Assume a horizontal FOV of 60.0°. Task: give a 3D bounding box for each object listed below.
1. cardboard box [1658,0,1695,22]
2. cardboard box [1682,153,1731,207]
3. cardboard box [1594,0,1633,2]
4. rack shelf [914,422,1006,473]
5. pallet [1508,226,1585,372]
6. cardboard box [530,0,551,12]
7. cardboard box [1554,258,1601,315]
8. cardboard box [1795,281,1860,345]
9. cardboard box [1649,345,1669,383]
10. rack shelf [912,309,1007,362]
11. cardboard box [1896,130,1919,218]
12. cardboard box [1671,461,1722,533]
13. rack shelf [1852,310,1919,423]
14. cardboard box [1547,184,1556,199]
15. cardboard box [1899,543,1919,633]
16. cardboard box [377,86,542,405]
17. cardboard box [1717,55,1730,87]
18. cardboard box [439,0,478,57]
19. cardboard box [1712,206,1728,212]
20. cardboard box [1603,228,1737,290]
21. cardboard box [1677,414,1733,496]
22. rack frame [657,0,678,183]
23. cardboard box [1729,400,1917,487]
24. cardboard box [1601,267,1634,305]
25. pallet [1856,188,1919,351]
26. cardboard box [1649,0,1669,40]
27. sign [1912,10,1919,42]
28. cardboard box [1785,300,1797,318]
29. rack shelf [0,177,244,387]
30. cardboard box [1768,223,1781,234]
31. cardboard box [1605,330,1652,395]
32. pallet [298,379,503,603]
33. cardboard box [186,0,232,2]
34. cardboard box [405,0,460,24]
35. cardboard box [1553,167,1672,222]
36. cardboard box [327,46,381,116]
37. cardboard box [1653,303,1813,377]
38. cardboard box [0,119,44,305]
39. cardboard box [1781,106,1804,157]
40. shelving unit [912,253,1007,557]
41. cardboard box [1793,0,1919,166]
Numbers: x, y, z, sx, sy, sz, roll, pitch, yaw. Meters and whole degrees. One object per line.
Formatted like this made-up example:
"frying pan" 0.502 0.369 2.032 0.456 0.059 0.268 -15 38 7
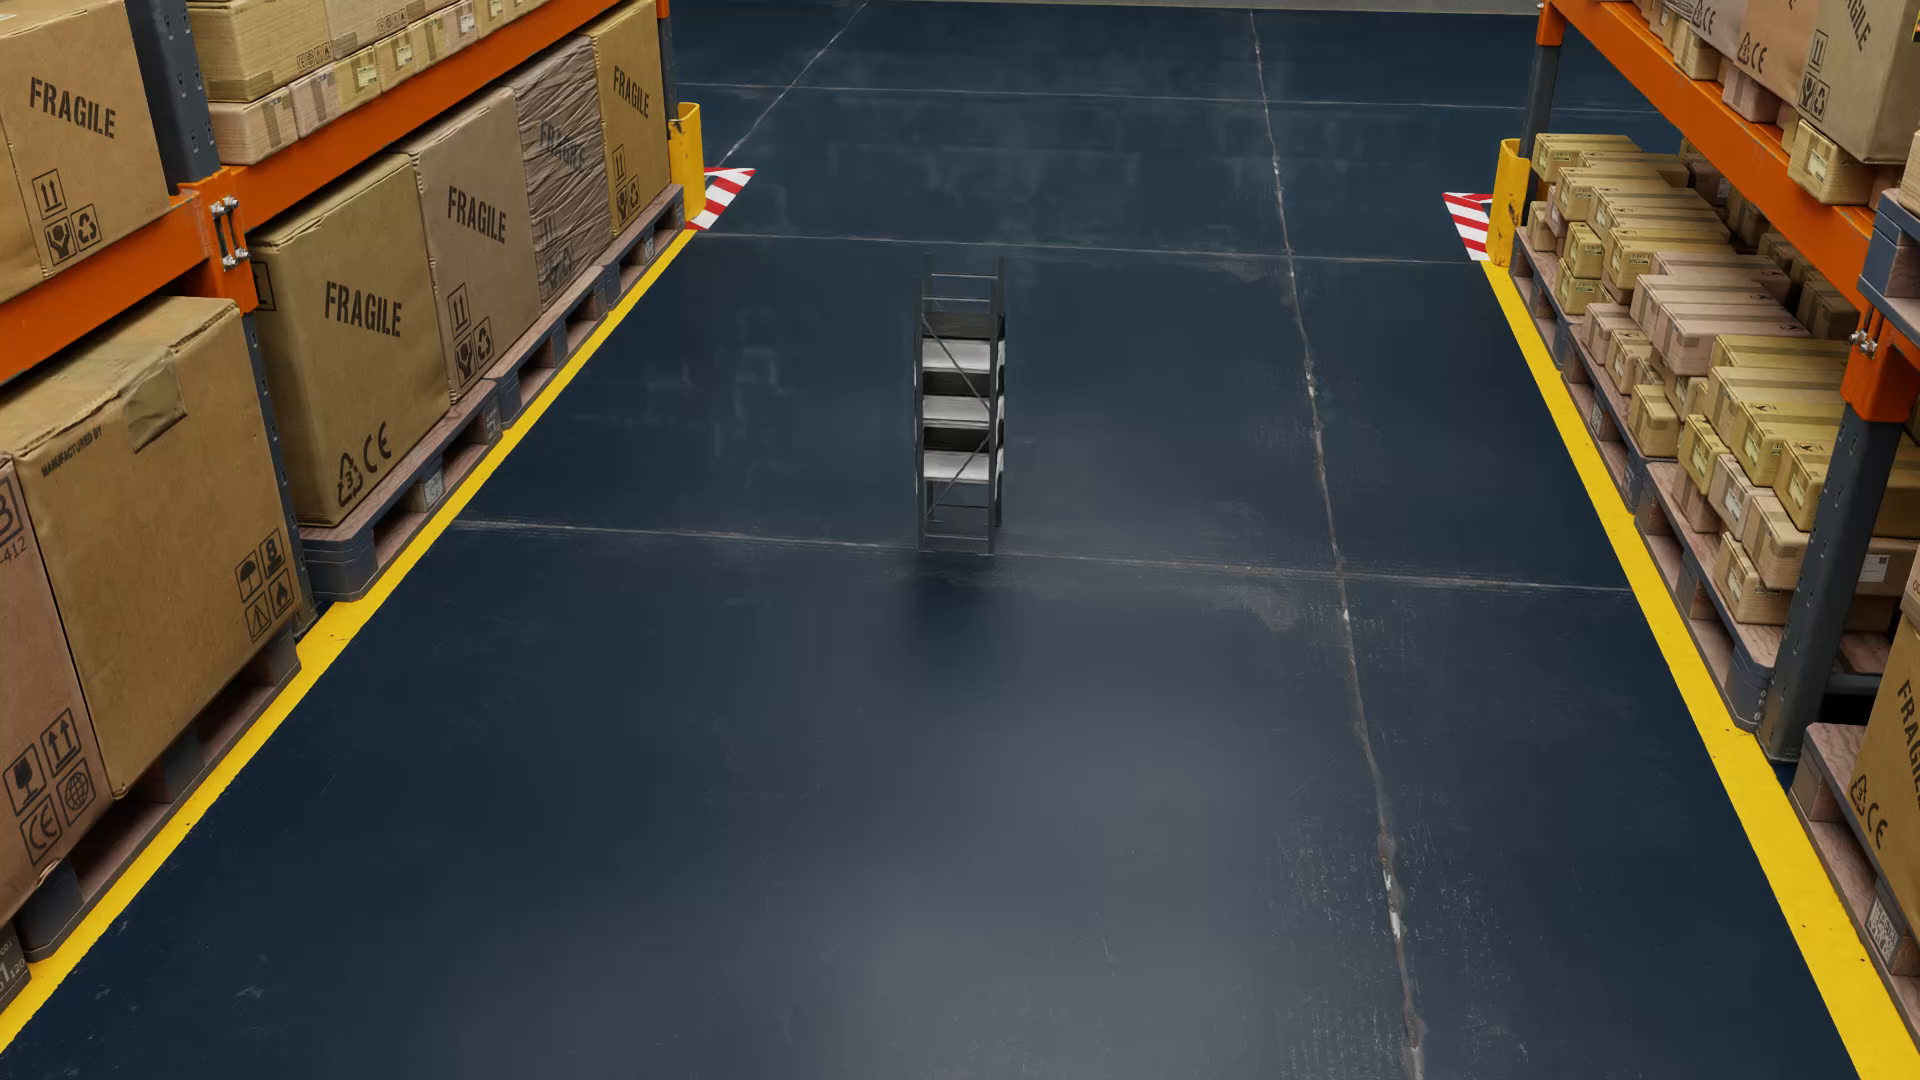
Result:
"cardboard box" 2.537 -1.895 5.185 0.500 0.500 0.500 3 28 5
"cardboard box" 3.135 -1.451 6.717 0.380 0.149 0.250 4 29 7
"cardboard box" 2.595 -2.149 6.341 0.380 0.149 0.250 3 28 5
"rack shelf" 0.001 -0.291 5.102 0.258 0.077 0.200 3 28 6
"pallet" 2.892 -0.995 6.874 1.003 0.211 1.213 3 28 6
"cardboard box" -1.746 -2.074 6.202 0.380 0.149 0.250 3 29 6
"cardboard box" 2.539 -0.981 6.471 0.380 0.149 0.250 4 29 7
"cardboard box" 2.941 -0.718 5.355 0.380 0.149 0.250 2 28 4
"cardboard box" 2.498 -0.597 5.444 0.380 0.149 0.250 2 28 4
"rack shelf" 0.001 -0.608 4.931 0.258 0.077 0.200 3 28 6
"cardboard box" 2.041 -0.671 3.155 0.380 0.149 0.250 2 28 4
"cardboard box" 2.339 -0.135 4.902 0.380 0.149 0.250 2 28 5
"rack shelf" 2.301 0.503 1.913 1.077 0.370 4.000 3 28 6
"cardboard box" 2.717 -1.467 7.061 0.380 0.149 0.250 5 29 8
"cardboard box" 2.193 0.162 3.188 0.500 0.250 0.500 2 28 4
"cardboard box" -2.094 -1.071 5.872 0.875 0.875 0.875 3 28 6
"cardboard box" 2.508 -1.409 4.968 0.380 0.149 0.250 3 28 5
"cardboard box" -1.840 -1.711 5.528 0.380 0.149 0.250 4 29 7
"cardboard box" 3.169 -1.314 6.776 0.380 0.149 0.250 3 28 5
"cardboard box" 2.493 -0.983 5.847 0.380 0.149 0.250 4 29 7
"cardboard box" 2.305 -0.238 4.779 0.380 0.149 0.250 2 28 4
"rack frame" -1.874 -2.974 7.608 1.000 3.000 0.127 3 28 6
"cardboard box" 2.323 -0.252 4.492 0.380 0.149 0.250 4 29 7
"cardboard box" 2.608 -0.977 6.150 0.380 0.149 0.250 2 28 4
"pallet" 2.308 -0.320 2.883 1.003 0.211 1.213 3 28 6
"cardboard box" 2.583 -1.778 5.652 0.380 0.149 0.250 3 28 5
"sign" 2.006 -1.165 3.336 0.100 0.325 0.005 3 28 6
"cardboard box" 3.092 -0.825 5.869 0.380 0.149 0.250 5 29 9
"rack shelf" -2.609 0.167 2.536 1.077 0.370 4.000 3 28 6
"cardboard box" 3.157 -1.074 6.017 0.380 0.149 0.250 4 29 8
"cardboard box" 2.478 -0.611 5.785 0.380 0.149 0.250 3 28 6
"pallet" -2.194 -0.217 5.430 1.003 0.211 1.213 3 28 6
"cardboard box" -2.052 -1.697 4.291 0.500 0.500 0.500 3 28 6
"cardboard box" -1.923 -1.840 5.348 0.500 0.250 0.500 4 29 7
"cardboard box" 2.562 -1.355 6.539 0.380 0.149 0.250 3 28 6
"cardboard box" -1.934 -1.348 4.855 0.380 0.149 0.250 4 29 8
"cardboard box" 2.397 -0.620 5.175 0.380 0.149 0.250 2 28 4
"cardboard box" -2.218 -0.667 3.220 0.500 0.500 0.500 4 29 8
"cardboard box" 2.364 -1.043 4.288 0.380 0.149 0.250 4 29 8
"shelving unit" 0.001 -0.400 5.044 0.258 0.900 0.210 3 28 6
"cardboard box" 2.325 -1.175 3.849 0.500 0.500 0.500 3 28 6
